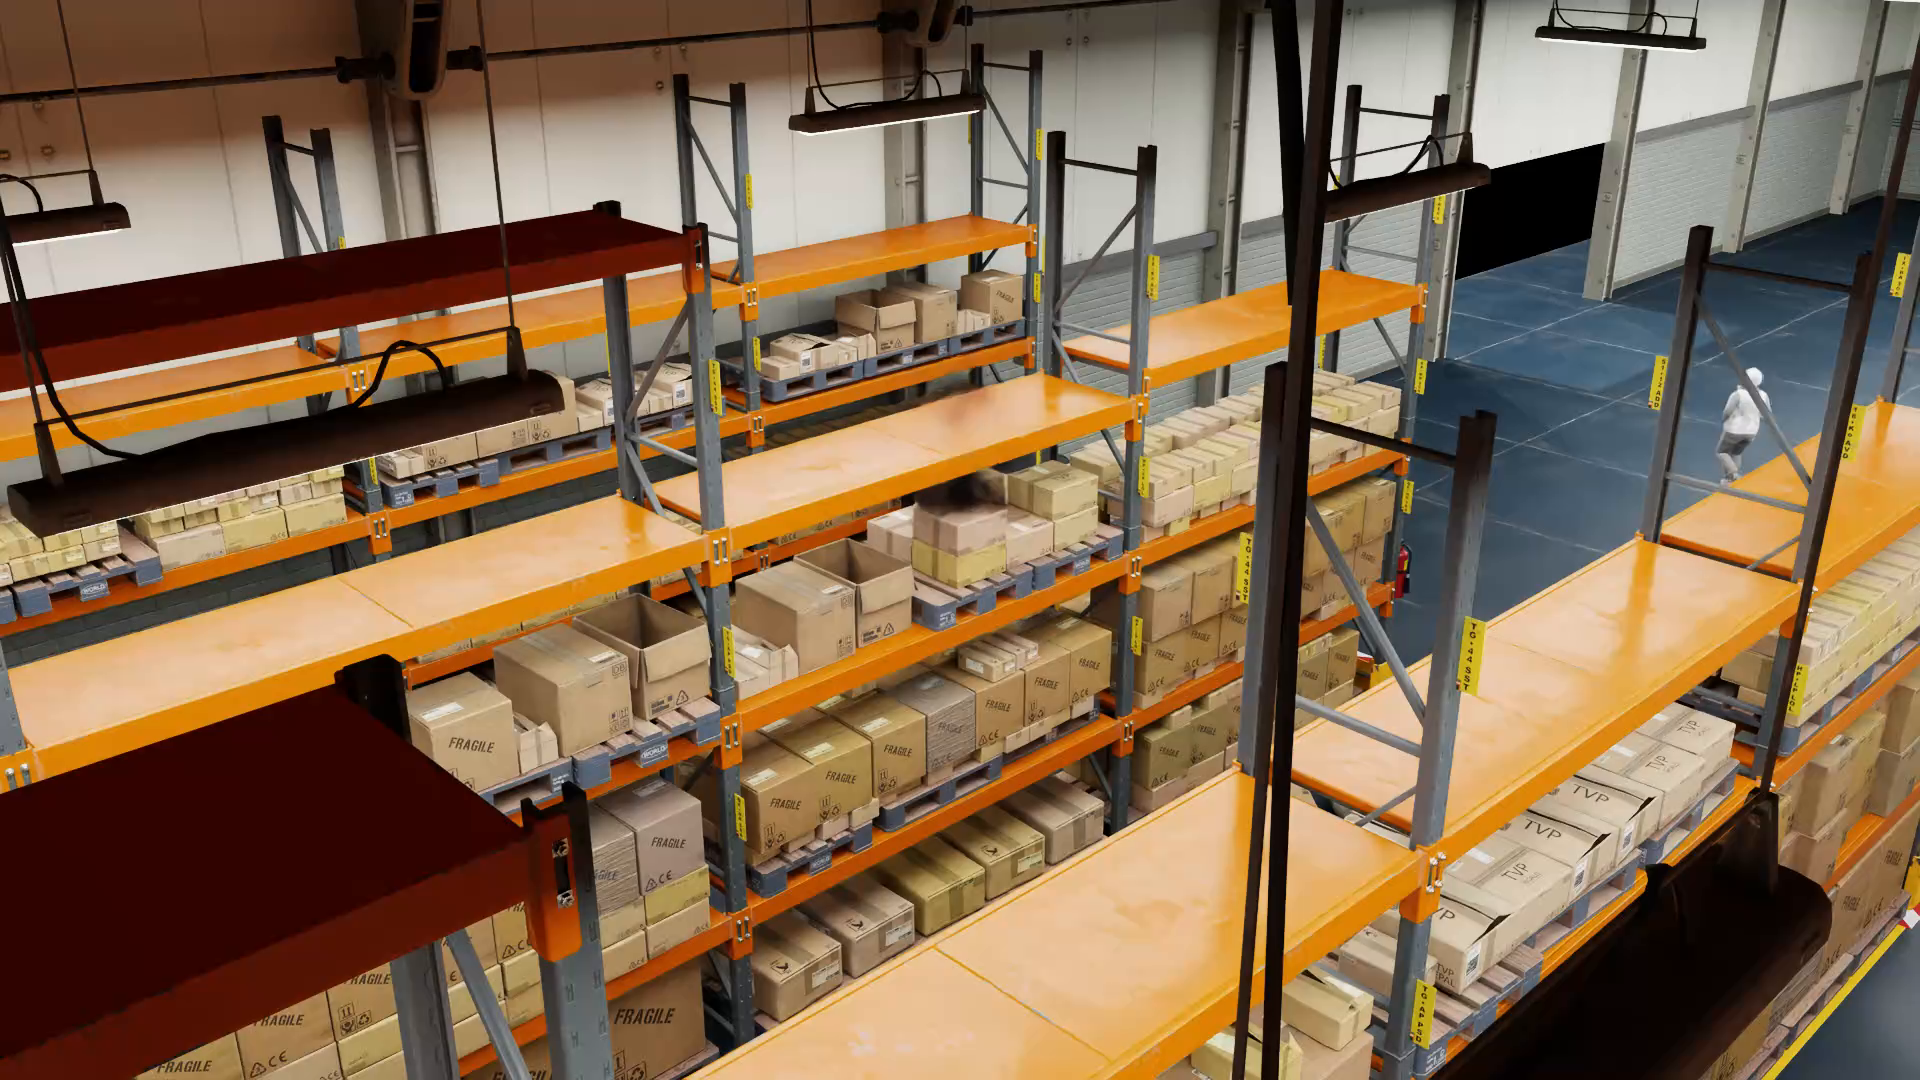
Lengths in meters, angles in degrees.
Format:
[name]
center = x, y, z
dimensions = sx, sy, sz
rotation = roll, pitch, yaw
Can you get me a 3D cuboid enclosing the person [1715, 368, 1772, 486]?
[person]
center = 10.411, -1.466, 22.148
dimensions = 0.657, 1.721, 0.612
rotation = 0, 22, -1
